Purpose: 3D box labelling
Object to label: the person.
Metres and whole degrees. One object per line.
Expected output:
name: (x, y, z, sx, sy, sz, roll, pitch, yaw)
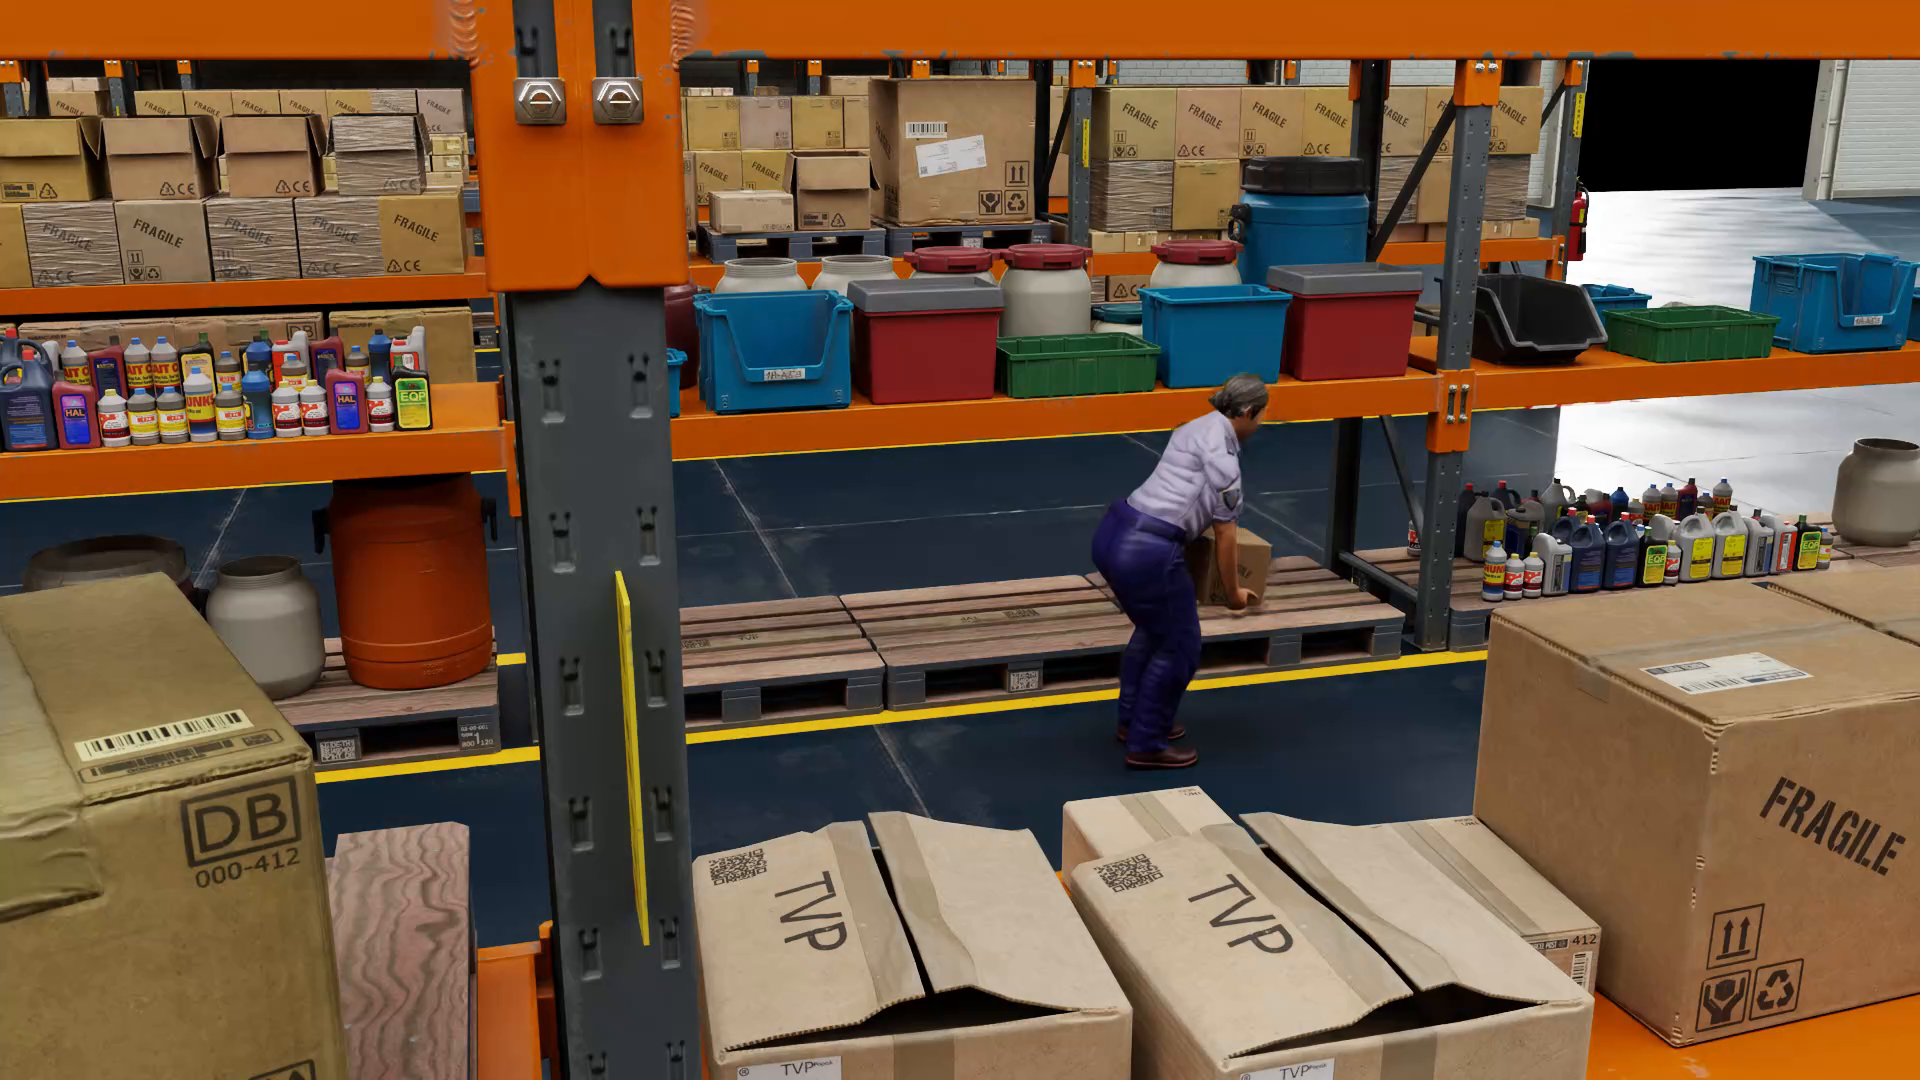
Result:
person: (0.857, 0.117, 6.443, 0.674, 1.497, 0.437, -5, 17, -16)
